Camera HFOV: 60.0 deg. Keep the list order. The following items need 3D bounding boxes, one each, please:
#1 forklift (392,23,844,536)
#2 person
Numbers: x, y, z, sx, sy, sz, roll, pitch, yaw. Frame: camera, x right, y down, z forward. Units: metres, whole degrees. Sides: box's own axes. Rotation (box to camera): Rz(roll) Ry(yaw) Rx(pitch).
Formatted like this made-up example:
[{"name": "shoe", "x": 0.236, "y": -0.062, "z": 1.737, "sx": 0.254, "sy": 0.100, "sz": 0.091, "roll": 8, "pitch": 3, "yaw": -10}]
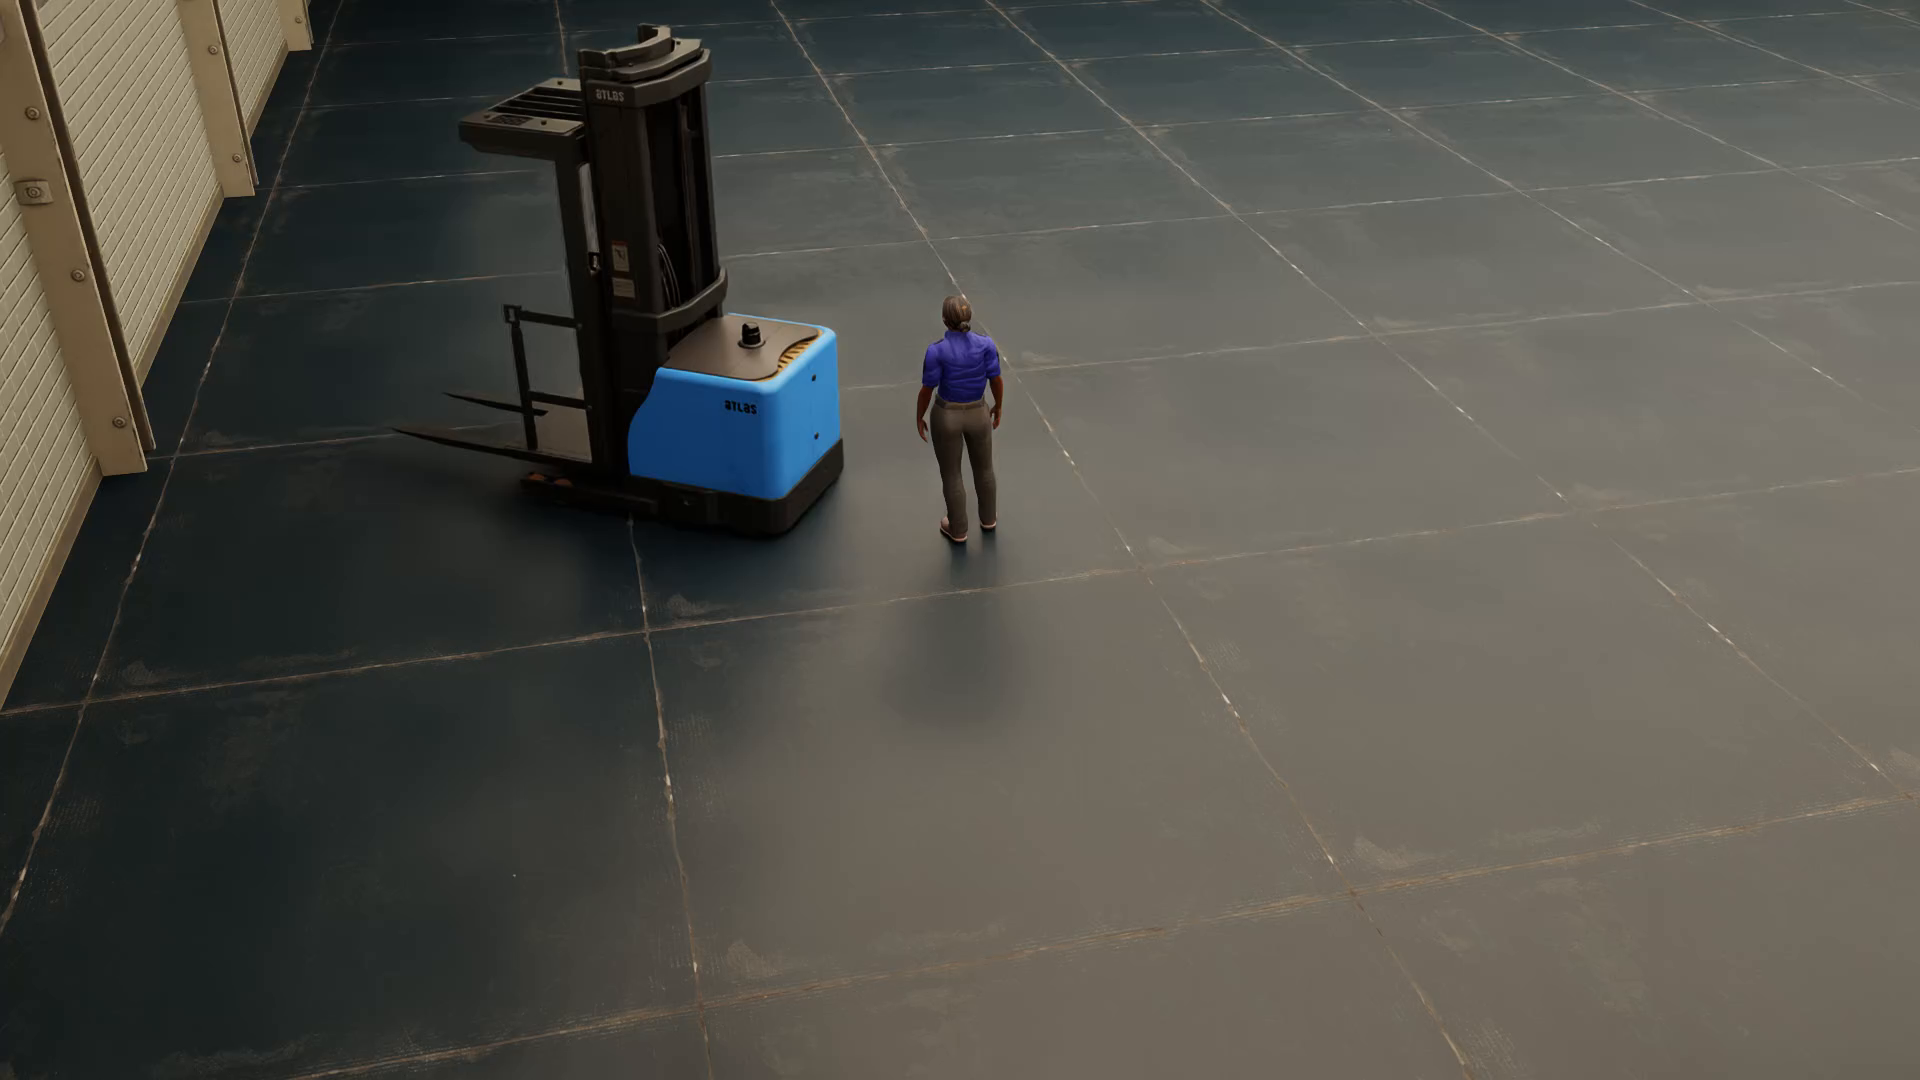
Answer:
[{"name": "forklift", "x": -2.355, "y": -1.737, "z": 10.576, "sx": 3.031, "sy": 2.935, "sz": 1.130, "roll": 10, "pitch": 32, "yaw": 17}, {"name": "person", "x": -0.002, "y": -0.767, "z": 10.160, "sx": 0.570, "sy": 1.657, "sz": 0.502, "roll": -7, "pitch": 31, "yaw": -12}]
